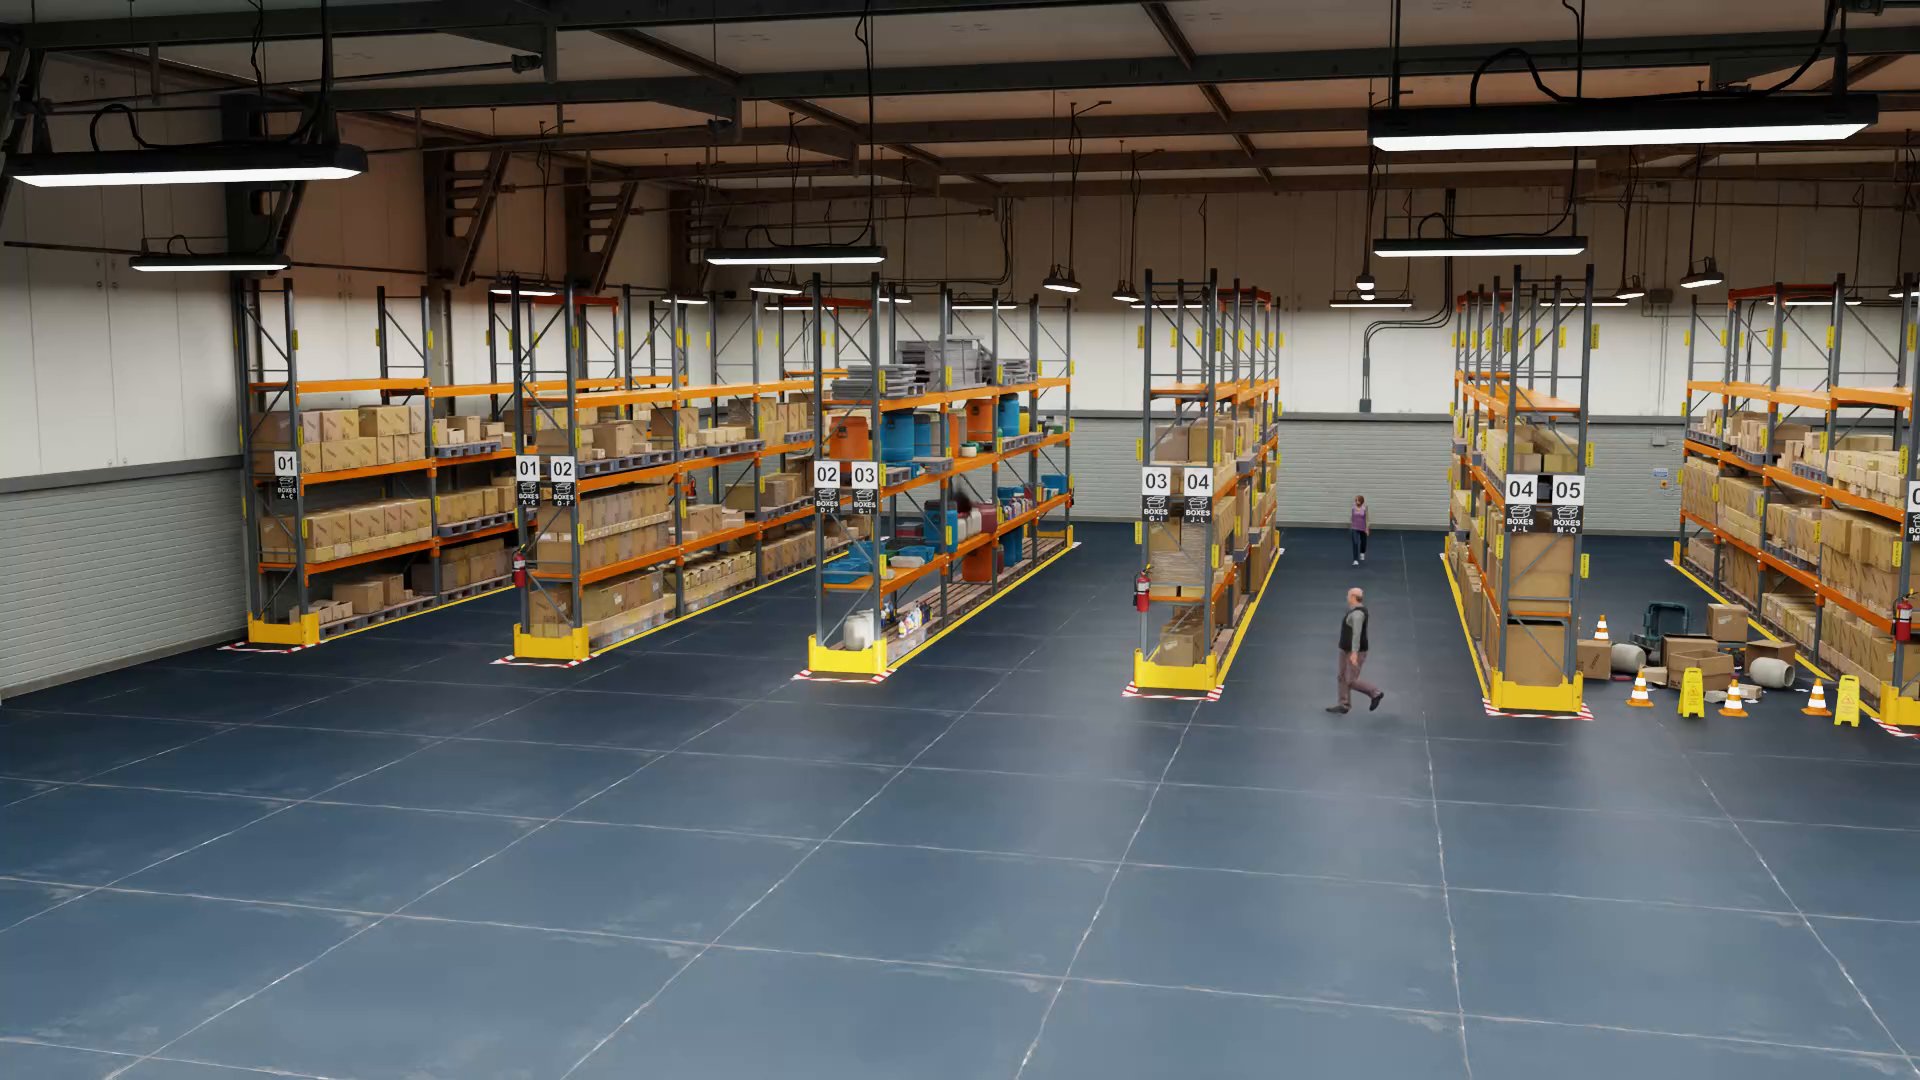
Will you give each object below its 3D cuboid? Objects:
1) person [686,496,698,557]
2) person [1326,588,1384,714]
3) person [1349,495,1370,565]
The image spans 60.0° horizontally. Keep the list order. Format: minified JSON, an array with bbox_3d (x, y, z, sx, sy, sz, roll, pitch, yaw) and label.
[{"bbox_3d":[-5.709,-0.109,35.711,0.415,1.665,0.545,1,7,9],"label":"person"},{"bbox_3d":[5.290,1.494,22.220,0.662,1.708,0.525,-1,7,-11],"label":"person"},{"bbox_3d":[8.934,-0.186,37.216,0.432,1.446,0.796,1,7,10],"label":"person"}]
